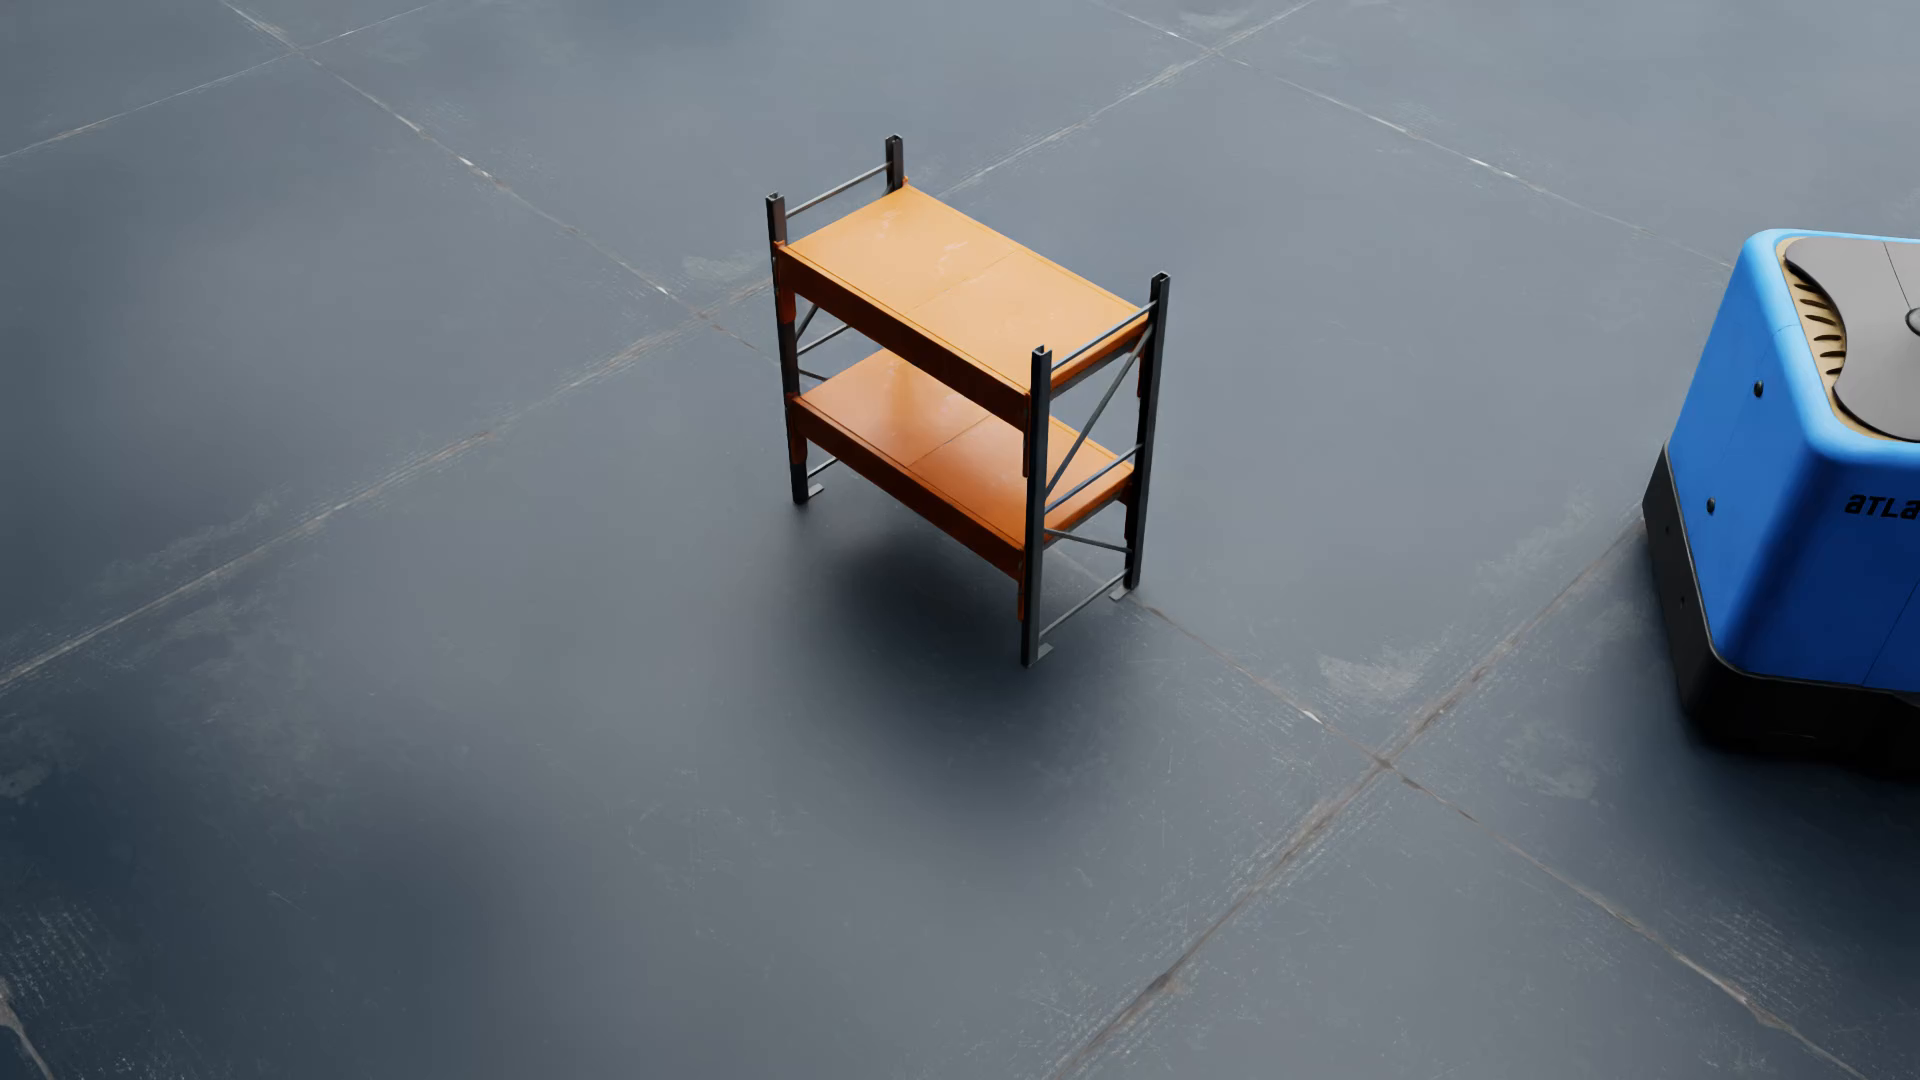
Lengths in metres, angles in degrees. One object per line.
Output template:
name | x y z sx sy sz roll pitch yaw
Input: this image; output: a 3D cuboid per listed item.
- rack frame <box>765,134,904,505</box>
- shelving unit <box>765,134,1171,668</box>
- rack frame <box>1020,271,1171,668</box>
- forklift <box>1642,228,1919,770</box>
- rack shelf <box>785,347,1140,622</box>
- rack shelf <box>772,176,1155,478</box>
rack frame | -0.354 -0.654 5.129 0.500 1.125 0.032 -34 53 -31
shelving unit | 0.005 -0.410 4.865 0.538 1.125 1.048 -34 53 -31
rack frame | 0.364 -0.166 4.600 0.500 1.125 0.032 -34 53 -31
forklift | 3.583 -0.681 3.827 3.031 2.935 1.130 6 43 7
rack shelf | 0.005 -0.230 5.031 0.538 0.278 1.000 -34 53 -31
rack shelf | 0.005 -0.625 4.666 0.538 0.278 1.000 -34 53 -31
